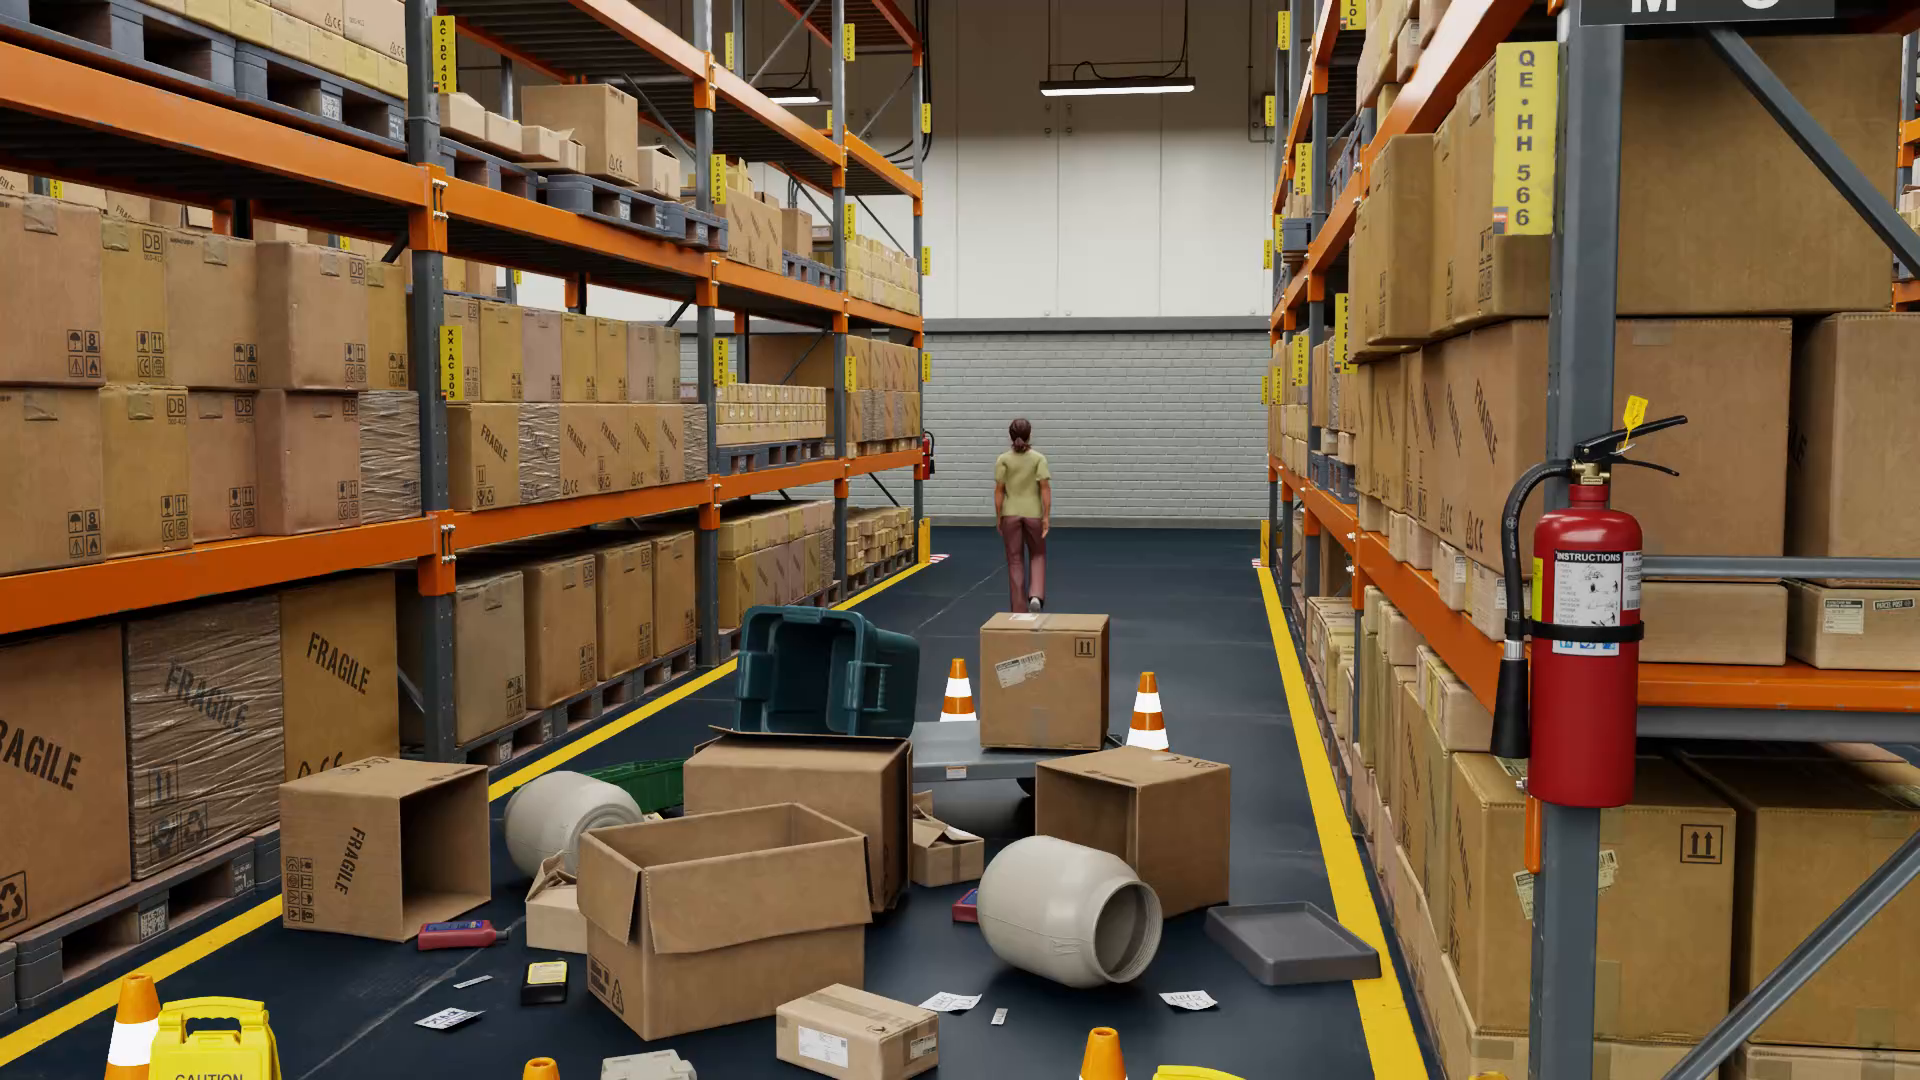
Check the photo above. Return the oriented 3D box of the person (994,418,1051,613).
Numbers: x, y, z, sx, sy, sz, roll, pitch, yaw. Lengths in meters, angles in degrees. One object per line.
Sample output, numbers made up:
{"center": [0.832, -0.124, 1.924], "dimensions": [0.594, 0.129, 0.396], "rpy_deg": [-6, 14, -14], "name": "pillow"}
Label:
{"center": [0.501, -0.143, 13.475], "dimensions": [0.455, 1.687, 0.435], "rpy_deg": [0, 5, -2], "name": "person"}
